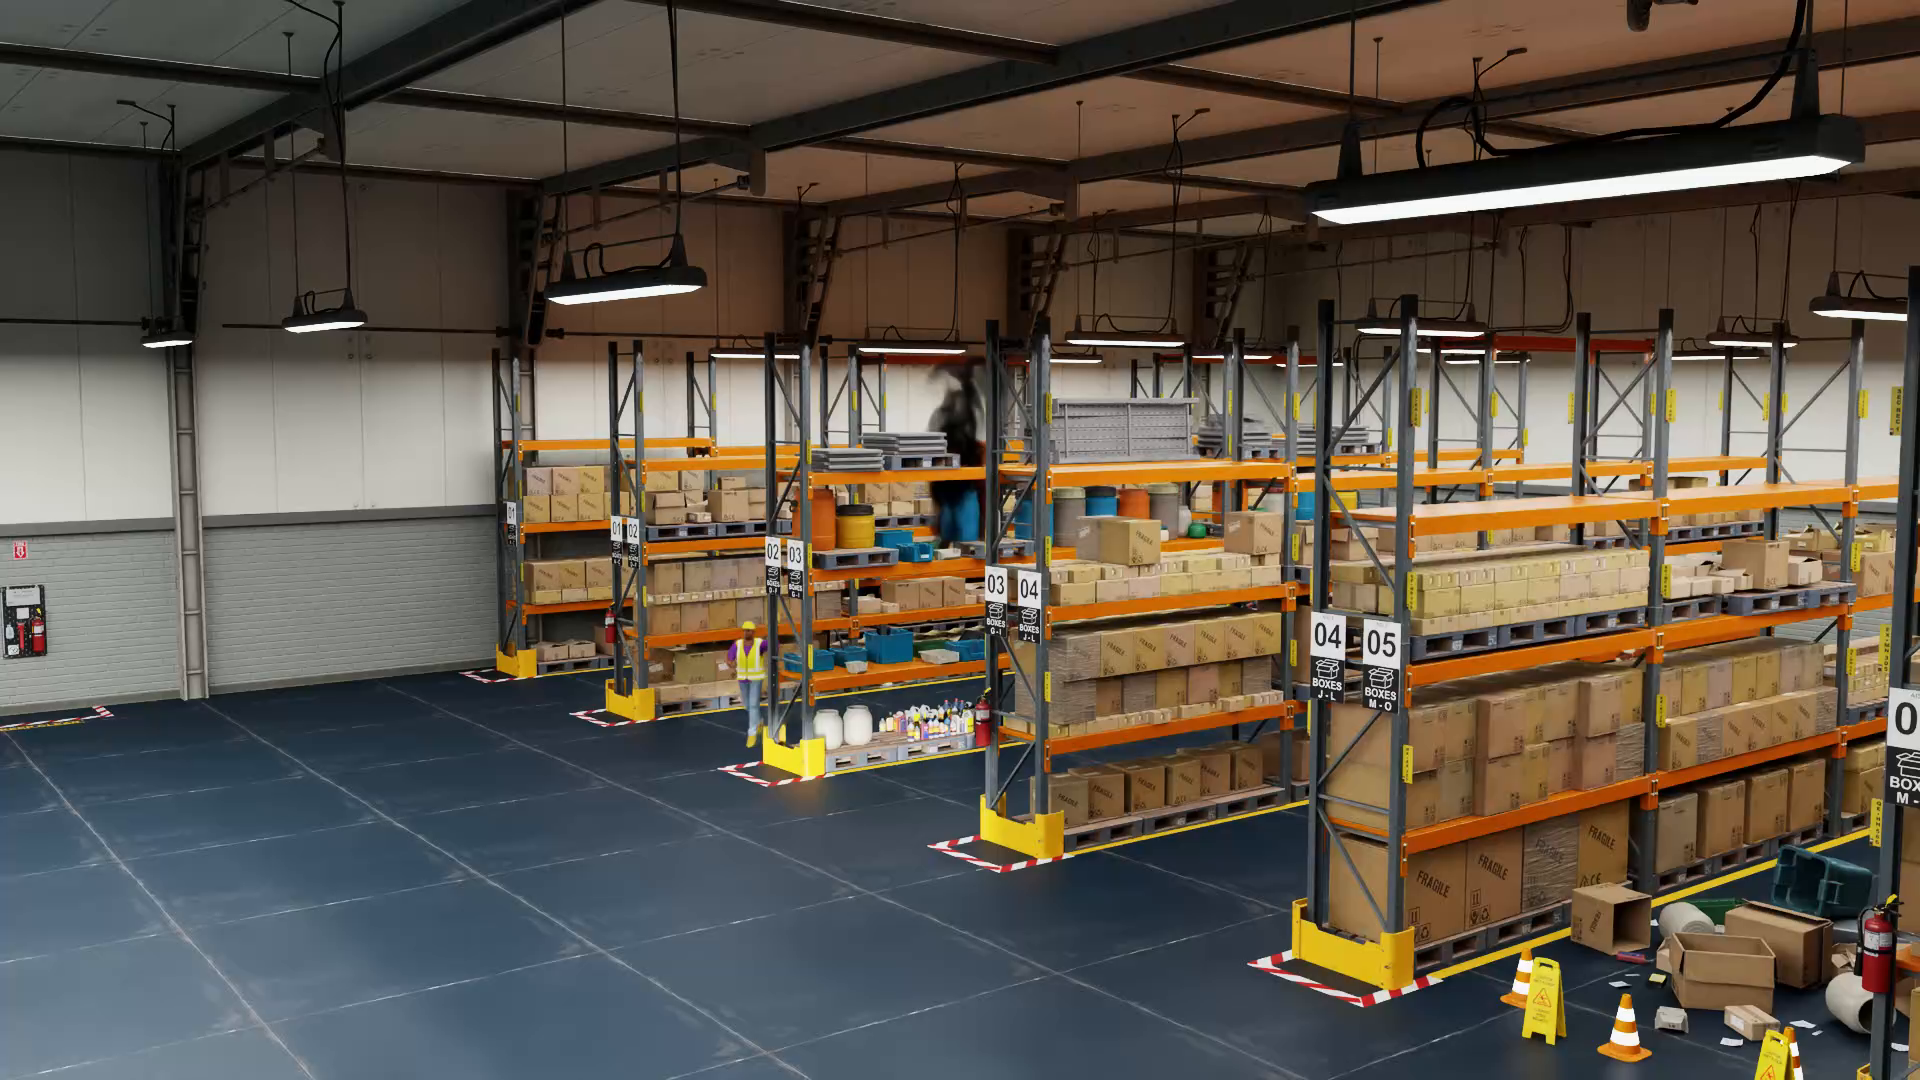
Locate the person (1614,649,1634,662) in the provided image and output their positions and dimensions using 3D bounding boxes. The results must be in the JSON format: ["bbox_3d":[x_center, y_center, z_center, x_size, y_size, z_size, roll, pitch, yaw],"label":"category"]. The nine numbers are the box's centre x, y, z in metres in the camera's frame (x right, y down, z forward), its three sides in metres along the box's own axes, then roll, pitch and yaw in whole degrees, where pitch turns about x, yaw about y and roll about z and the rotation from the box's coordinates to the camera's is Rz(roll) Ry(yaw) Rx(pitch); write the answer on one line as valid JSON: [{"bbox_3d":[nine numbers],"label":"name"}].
[{"bbox_3d":[9.524,2.277,23.437,0.880,1.715,0.681,-4,6,-38],"label":"person"}]

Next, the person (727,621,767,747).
[{"bbox_3d":[-3.127,2.095,24.710,0.696,1.795,0.922,1,5,15],"label":"person"}]
